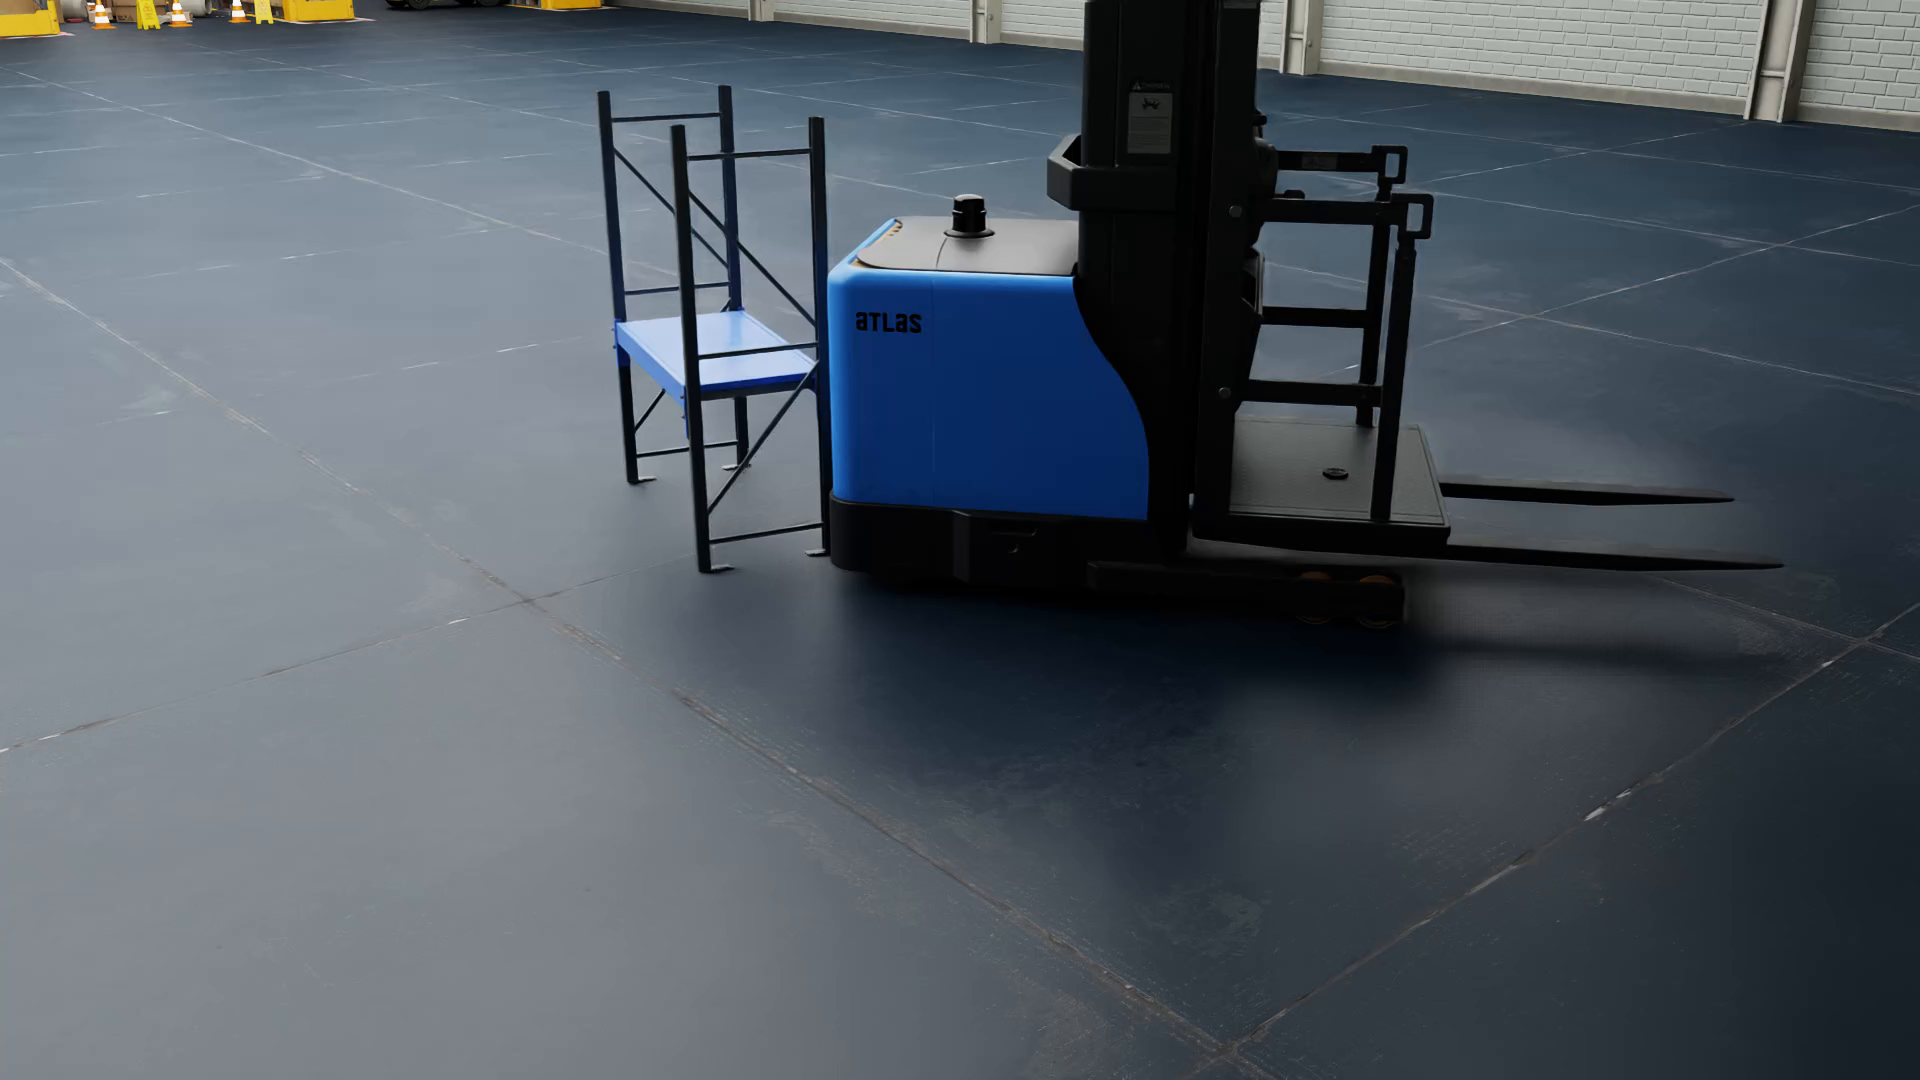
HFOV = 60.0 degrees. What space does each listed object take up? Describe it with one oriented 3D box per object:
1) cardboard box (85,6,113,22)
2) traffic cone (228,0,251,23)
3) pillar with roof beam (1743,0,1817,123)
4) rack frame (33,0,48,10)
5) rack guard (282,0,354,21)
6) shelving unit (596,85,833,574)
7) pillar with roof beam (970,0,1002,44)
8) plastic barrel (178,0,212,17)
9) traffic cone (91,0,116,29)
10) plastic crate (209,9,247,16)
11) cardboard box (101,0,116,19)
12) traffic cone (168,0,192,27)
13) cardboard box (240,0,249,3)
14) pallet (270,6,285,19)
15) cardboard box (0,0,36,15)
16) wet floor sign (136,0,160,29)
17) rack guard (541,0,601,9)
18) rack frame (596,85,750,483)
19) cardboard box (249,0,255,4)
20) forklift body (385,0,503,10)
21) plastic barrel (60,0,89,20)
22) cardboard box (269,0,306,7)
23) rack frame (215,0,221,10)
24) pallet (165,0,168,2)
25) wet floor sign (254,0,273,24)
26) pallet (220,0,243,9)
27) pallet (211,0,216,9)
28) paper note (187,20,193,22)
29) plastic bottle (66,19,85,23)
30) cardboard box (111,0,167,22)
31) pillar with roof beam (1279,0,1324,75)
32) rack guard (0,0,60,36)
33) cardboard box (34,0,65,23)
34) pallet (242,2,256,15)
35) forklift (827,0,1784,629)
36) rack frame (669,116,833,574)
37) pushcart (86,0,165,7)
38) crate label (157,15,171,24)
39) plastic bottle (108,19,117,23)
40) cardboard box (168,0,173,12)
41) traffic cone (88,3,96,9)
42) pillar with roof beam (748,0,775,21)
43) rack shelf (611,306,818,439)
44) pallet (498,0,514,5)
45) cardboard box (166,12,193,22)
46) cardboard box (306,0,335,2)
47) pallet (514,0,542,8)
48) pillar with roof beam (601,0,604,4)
[{"bbox_3d":[-15.206,-9.302,29.370,0.396,0.266,0.258,-12,25,-28],"label":"cardboard box"},{"bbox_3d":[-12.686,-9.343,29.205,0.336,0.463,0.334,-17,27,-37],"label":"traffic cone"},{"bbox_3d":[4.963,-7.440,12.641,9.100,9.000,0.400,-17,27,-37],"label":"pillar with roof beam"},{"bbox_3d":[-15.112,-9.507,26.143,1.000,3.000,0.127,-17,27,-37],"label":"rack frame"},{"bbox_3d":[-11.478,-9.570,29.732,1.175,0.500,0.348,-17,27,-37],"label":"rack guard"},{"bbox_3d":[-0.879,-0.795,5.956,0.538,1.500,1.048,-9,23,-22],"label":"shelving unit"},{"bbox_3d":[-2.870,-10.756,21.106,9.100,9.000,0.400,-17,27,-37],"label":"pillar with roof beam"},{"bbox_3d":[-13.923,-9.724,30.229,0.512,0.421,0.421,0,21,-1],"label":"plastic barrel"},{"bbox_3d":[-14.383,-8.810,27.843,0.336,0.463,0.334,-17,27,-37],"label":"traffic cone"},{"bbox_3d":[-13.636,-9.830,30.971,0.583,0.080,0.402,12,24,27],"label":"plastic crate"},{"bbox_3d":[-15.109,-9.753,30.008,0.797,0.637,0.503,-17,27,-37],"label":"cardboard box"},{"bbox_3d":[-13.305,-8.985,28.290,0.336,0.463,0.334,-17,27,-37],"label":"traffic cone"},{"bbox_3d":[-13.153,-10.215,31.147,0.500,0.250,0.500,-18,28,-38],"label":"cardboard box"},{"bbox_3d":[-11.981,-9.668,30.379,1.003,0.211,1.213,-17,27,-37],"label":"pallet"},{"bbox_3d":[-15.605,-8.884,26.892,0.875,0.875,0.875,-17,27,-37],"label":"cardboard box"},{"bbox_3d":[-13.593,-8.874,27.755,0.232,0.644,0.267,17,27,36],"label":"wet floor sign"},{"bbox_3d":[-7.655,-10.725,32.681,1.175,0.500,0.348,-17,27,-37],"label":"rack guard"},{"bbox_3d":[-1.087,-0.964,6.388,0.500,1.500,0.032,-9,23,-22],"label":"rack frame"},{"bbox_3d":[-12.838,-10.076,30.790,0.500,0.250,0.500,-19,28,-39],"label":"cardboard box"},{"bbox_3d":[-10.290,-11.590,32.626,2.313,2.155,1.214,-17,27,-37],"label":"forklift body"},{"bbox_3d":[-15.821,-9.464,29.566,0.512,0.421,0.421,0,21,-1],"label":"plastic barrel"},{"bbox_3d":[-12.175,-9.794,30.071,0.500,0.250,0.500,-18,27,-38],"label":"cardboard box"},{"bbox_3d":[-14.039,-11.818,32.044,1.000,3.000,0.127,-17,27,-37],"label":"rack frame"},{"bbox_3d":[-16.141,-11.409,34.822,1.003,0.211,1.213,-17,27,-37],"label":"pallet"},{"bbox_3d":[-12.115,-9.309,28.868,0.267,0.644,0.232,-8,23,-19],"label":"wet floor sign"},{"bbox_3d":[-13.574,-10.343,32.101,1.003,0.211,1.213,-17,27,-37],"label":"pallet"},{"bbox_3d":[-14.549,-10.734,33.101,1.003,0.211,1.213,-17,27,-37],"label":"pallet"},{"bbox_3d":[-13.553,-9.118,29.221,0.142,0.019,0.148,12,24,27],"label":"paper note"},{"bbox_3d":[-15.470,-9.085,29.095,0.133,0.061,0.283,12,24,27],"label":"plastic bottle"},{"bbox_3d":[-14.493,-9.433,29.378,0.637,0.503,0.797,3,22,9],"label":"cardboard box"},{"bbox_3d":[1.046,-9.098,16.873,9.100,9.000,0.400,-17,27,-37],"label":"pillar with roof beam"},{"bbox_3d":[-15.097,-8.336,26.582,1.175,0.500,0.348,-17,27,-37],"label":"rack guard"},{"bbox_3d":[-15.932,-9.264,28.949,0.500,0.500,0.500,-12,25,-28],"label":"cardboard box"},{"bbox_3d":[-12.773,-10.005,31.240,1.003,0.211,1.213,-17,27,-37],"label":"pallet"},{"bbox_3d":[1.130,-1.293,5.266,3.031,2.935,1.130,4,22,9],"label":"forklift"},{"bbox_3d":[-0.671,-0.625,5.524,0.500,1.500,0.032,-9,23,-22],"label":"rack frame"},{"bbox_3d":[-15.734,-10.040,31.102,0.936,0.377,1.648,12,24,27],"label":"pushcart"},{"bbox_3d":[-13.865,-9.036,28.866,0.298,0.136,0.250,7,23,18],"label":"crate label"},{"bbox_3d":[-14.899,-9.088,29.104,0.283,0.061,0.133,12,24,27],"label":"plastic bottle"},{"bbox_3d":[-14.371,-10.035,30.917,0.500,0.500,0.500,0,21,-1],"label":"cardboard box"},{"bbox_3d":[-16.856,-10.488,32.128,0.336,0.463,0.334,-17,27,-37],"label":"traffic cone"},{"bbox_3d":[-6.787,-12.413,25.338,9.100,9.000,0.400,-17,27,-37],"label":"pillar with roof beam"},{"bbox_3d":[-0.879,-0.627,6.022,0.538,0.185,1.000,-9,23,-22],"label":"rack shelf"},{"bbox_3d":[-8.993,-11.135,34.125,1.003,0.211,1.213,-17,27,-37],"label":"pallet"},{"bbox_3d":[-13.814,-9.267,29.439,0.380,0.149,0.250,-4,22,-10],"label":"cardboard box"},{"bbox_3d":[-11.745,-9.917,30.385,0.500,0.250,0.500,-18,28,-38],"label":"cardboard box"},{"bbox_3d":[-8.201,-10.799,33.265,1.003,0.211,1.213,-17,27,-37],"label":"pallet"},{"bbox_3d":[-10.703,-14.071,29.571,9.100,9.000,0.400,-17,27,-37],"label":"pillar with roof beam"}]
